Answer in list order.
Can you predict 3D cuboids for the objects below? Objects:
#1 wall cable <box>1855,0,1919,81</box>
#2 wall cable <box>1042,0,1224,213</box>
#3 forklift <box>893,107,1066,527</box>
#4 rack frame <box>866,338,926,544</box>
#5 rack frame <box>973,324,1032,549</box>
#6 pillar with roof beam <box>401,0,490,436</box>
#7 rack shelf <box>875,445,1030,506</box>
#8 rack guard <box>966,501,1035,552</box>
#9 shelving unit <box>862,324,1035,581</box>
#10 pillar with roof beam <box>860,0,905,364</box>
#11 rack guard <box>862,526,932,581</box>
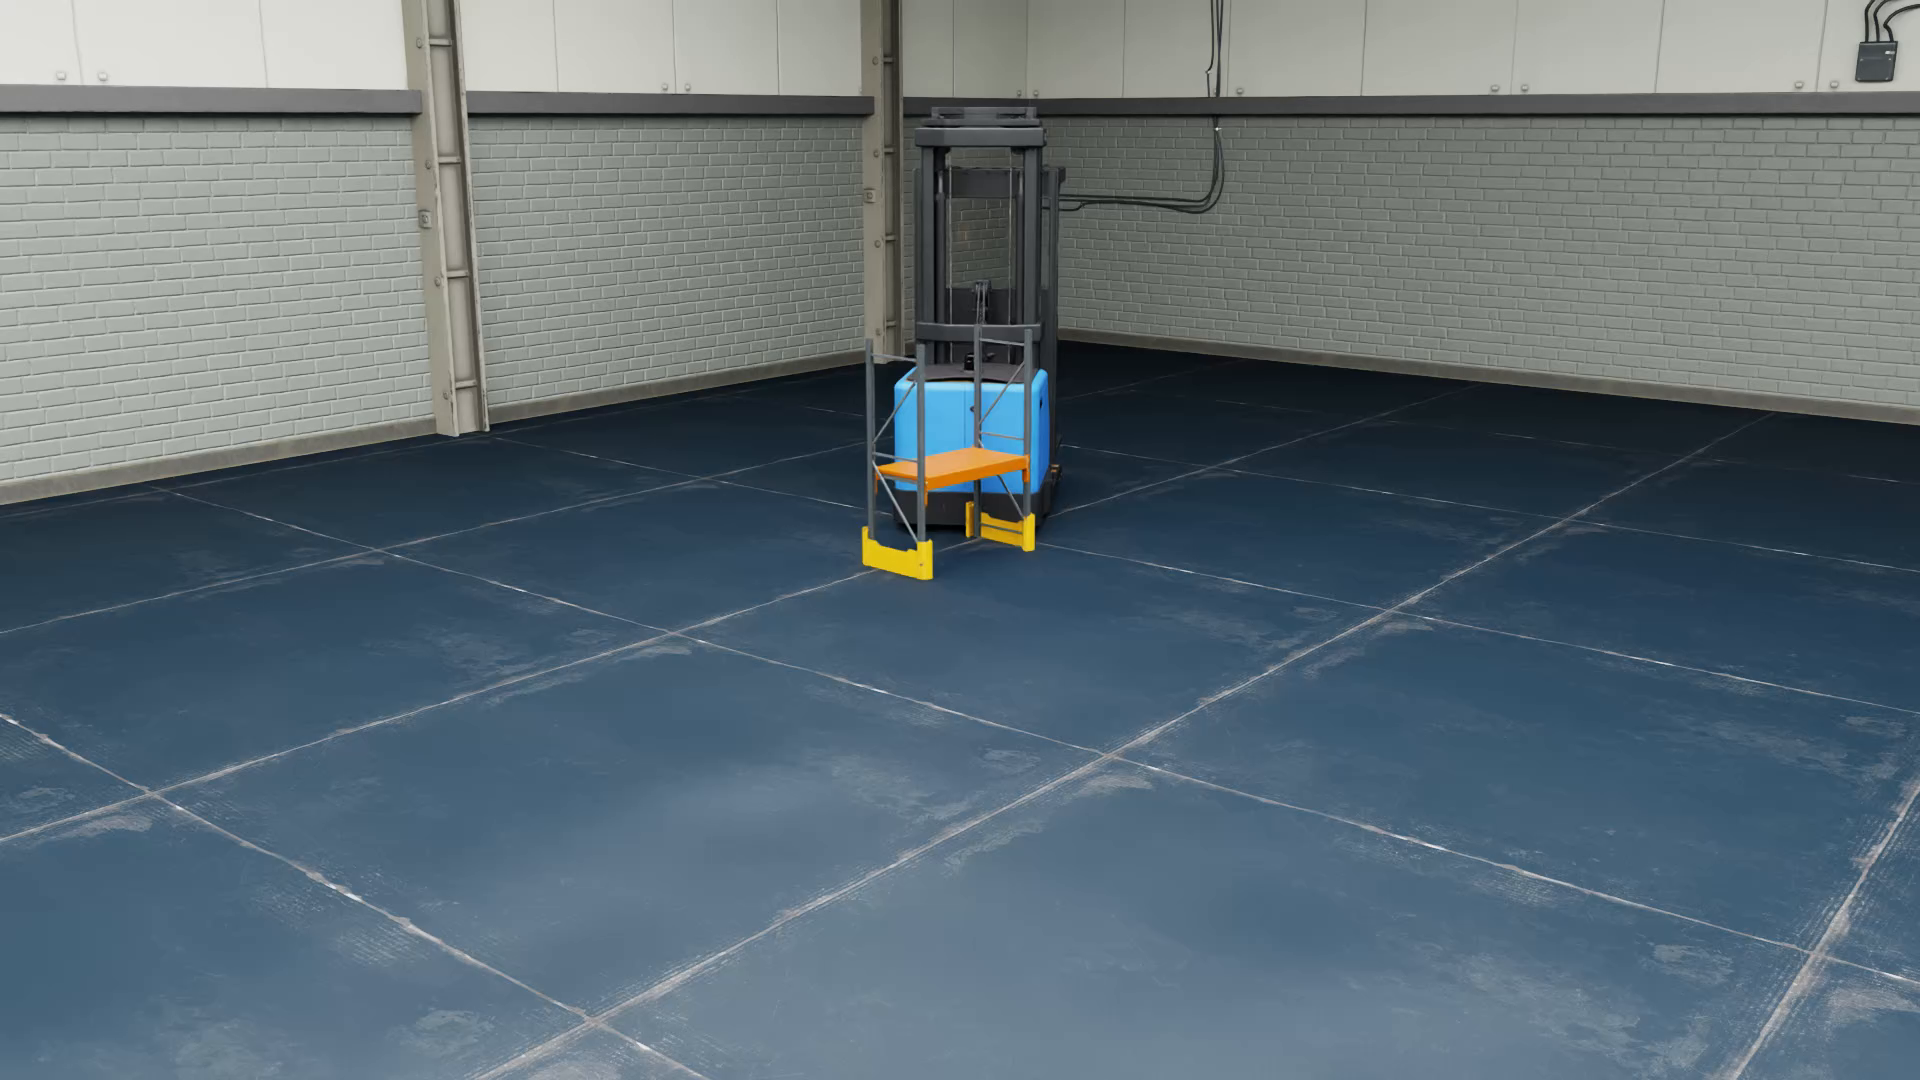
[{"bbox_3d":[9.348,-7.066,14.253,2.305,6.003,0.169,11,18,38],"label":"wall cable"},{"bbox_3d":[1.974,-5.384,20.849,3.097,2.526,0.112,11,18,38],"label":"wall cable"},{"bbox_3d":[0.228,-1.822,12.843,1.130,2.935,3.031,2,14,7],"label":"forklift"},{"bbox_3d":[-0.411,-0.522,10.633,0.500,1.500,0.032,13,19,42],"label":"rack frame"},{"bbox_3d":[0.287,-0.704,11.349,0.500,1.500,0.032,13,19,42],"label":"rack frame"},{"bbox_3d":[-1.328,-4.715,11.905,9.100,9.000,0.400,11,18,38],"label":"pillar with roof beam"},{"bbox_3d":[-0.062,-0.439,11.035,0.538,0.185,1.000,13,19,42],"label":"rack shelf"},{"bbox_3d":[0.274,-0.095,11.489,0.587,0.250,0.087,13,19,42],"label":"rack guard"},{"bbox_3d":[-0.068,-0.612,10.985,0.587,1.500,1.083,13,19,42],"label":"shelving unit"},{"bbox_3d":[2.443,-5.864,16.428,9.100,9.000,0.400,11,18,38],"label":"pillar with roof beam"},{"bbox_3d":[-0.410,0.083,10.788,0.587,0.250,0.087,13,19,42],"label":"rack guard"}]
